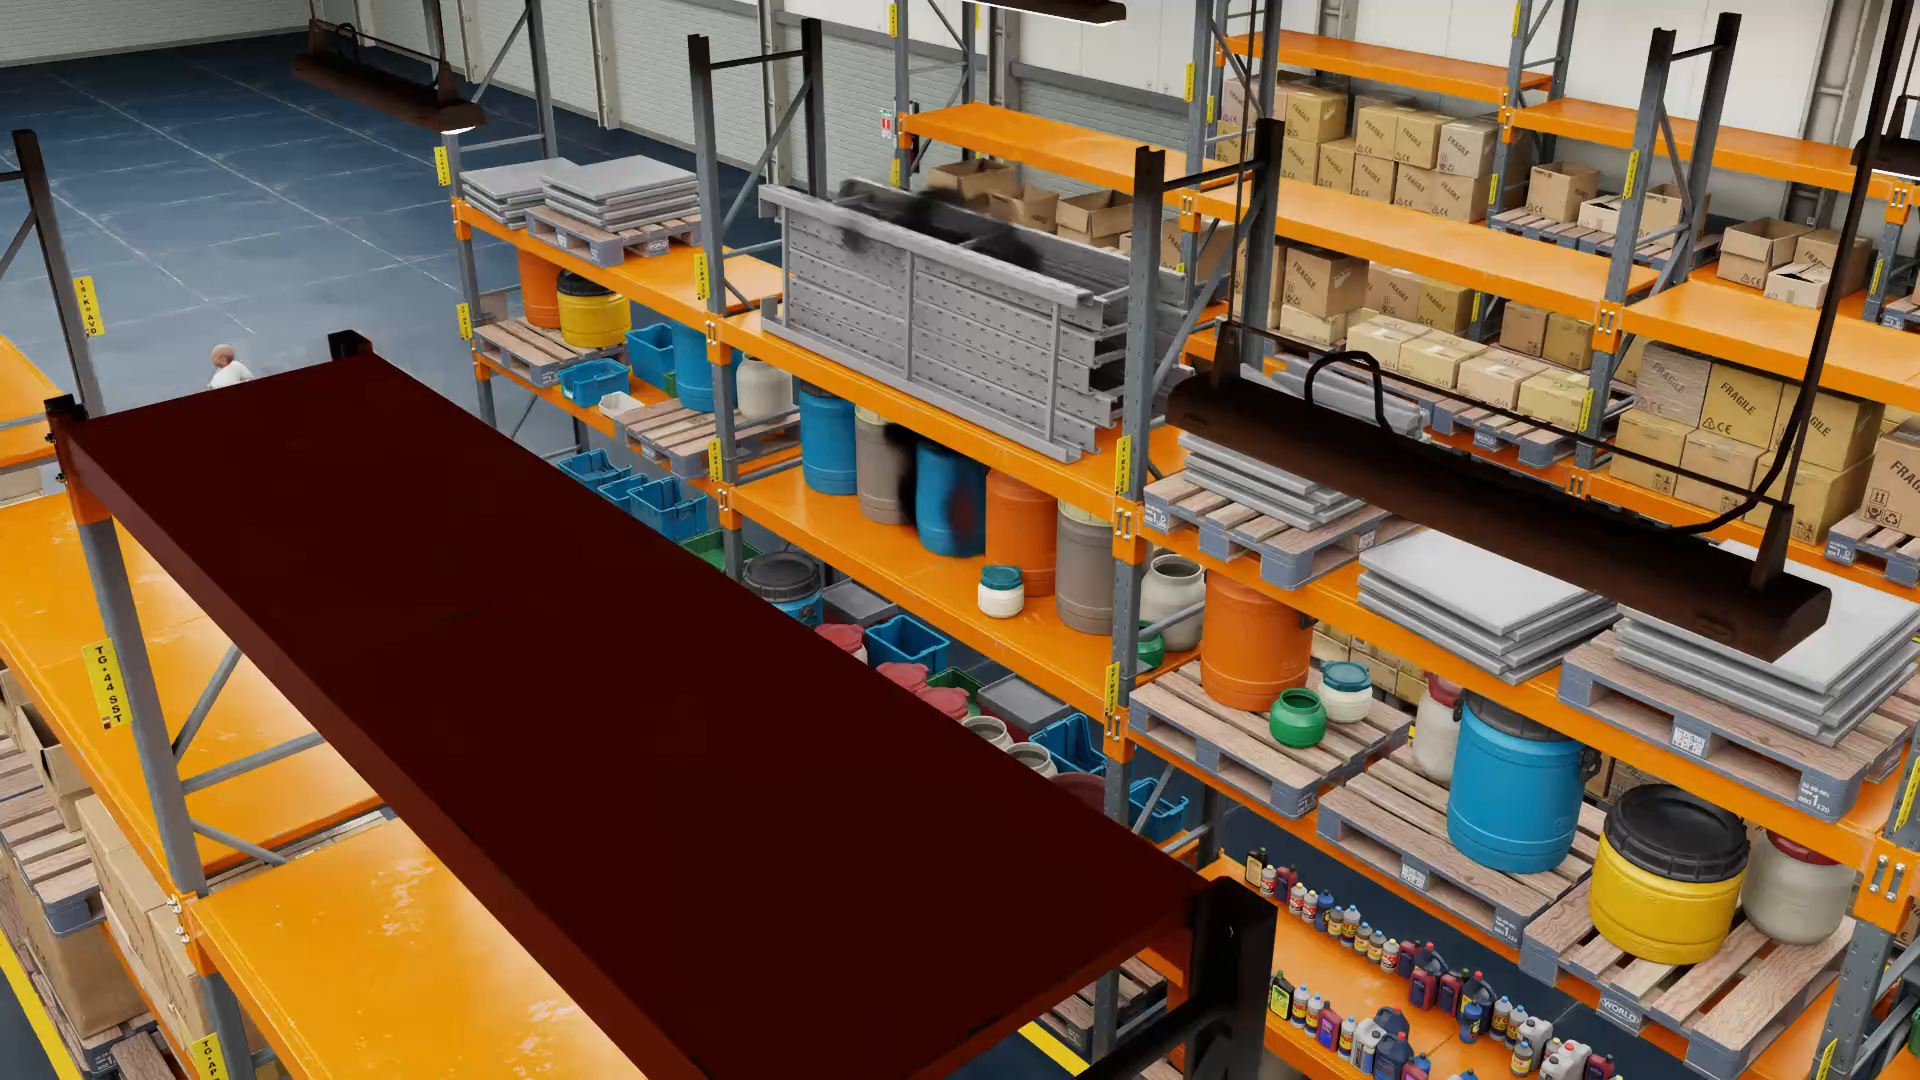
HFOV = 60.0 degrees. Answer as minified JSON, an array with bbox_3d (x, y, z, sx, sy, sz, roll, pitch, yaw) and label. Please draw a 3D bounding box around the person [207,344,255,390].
[{"bbox_3d":[-7.916,-1.299,18.173,1.020,1.741,0.715,-8,28,-16],"label":"person"}]
